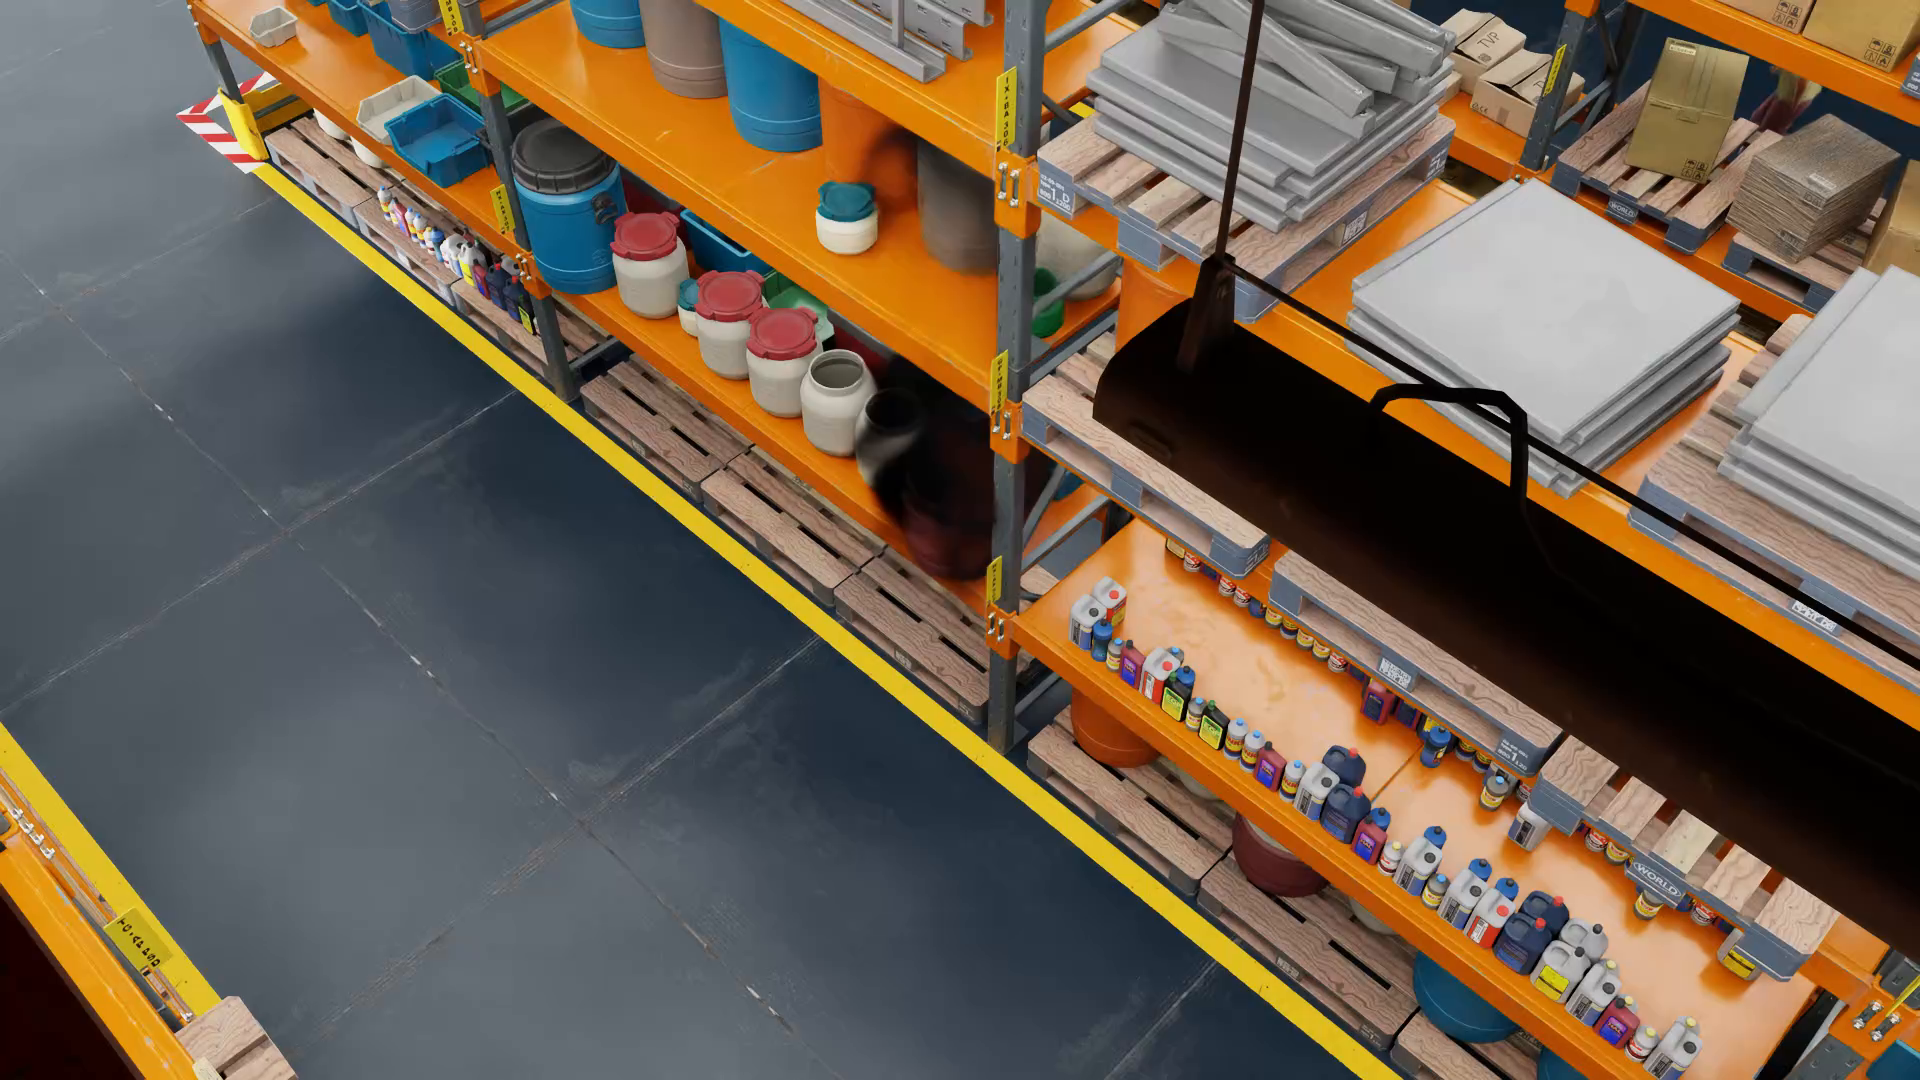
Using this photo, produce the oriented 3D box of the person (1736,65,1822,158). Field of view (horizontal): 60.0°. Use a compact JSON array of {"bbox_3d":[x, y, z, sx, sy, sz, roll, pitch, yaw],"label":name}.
[{"bbox_3d":[6.118,-3.186,12.031,0.786,1.614,0.555,37,59,27],"label":"person"}]
